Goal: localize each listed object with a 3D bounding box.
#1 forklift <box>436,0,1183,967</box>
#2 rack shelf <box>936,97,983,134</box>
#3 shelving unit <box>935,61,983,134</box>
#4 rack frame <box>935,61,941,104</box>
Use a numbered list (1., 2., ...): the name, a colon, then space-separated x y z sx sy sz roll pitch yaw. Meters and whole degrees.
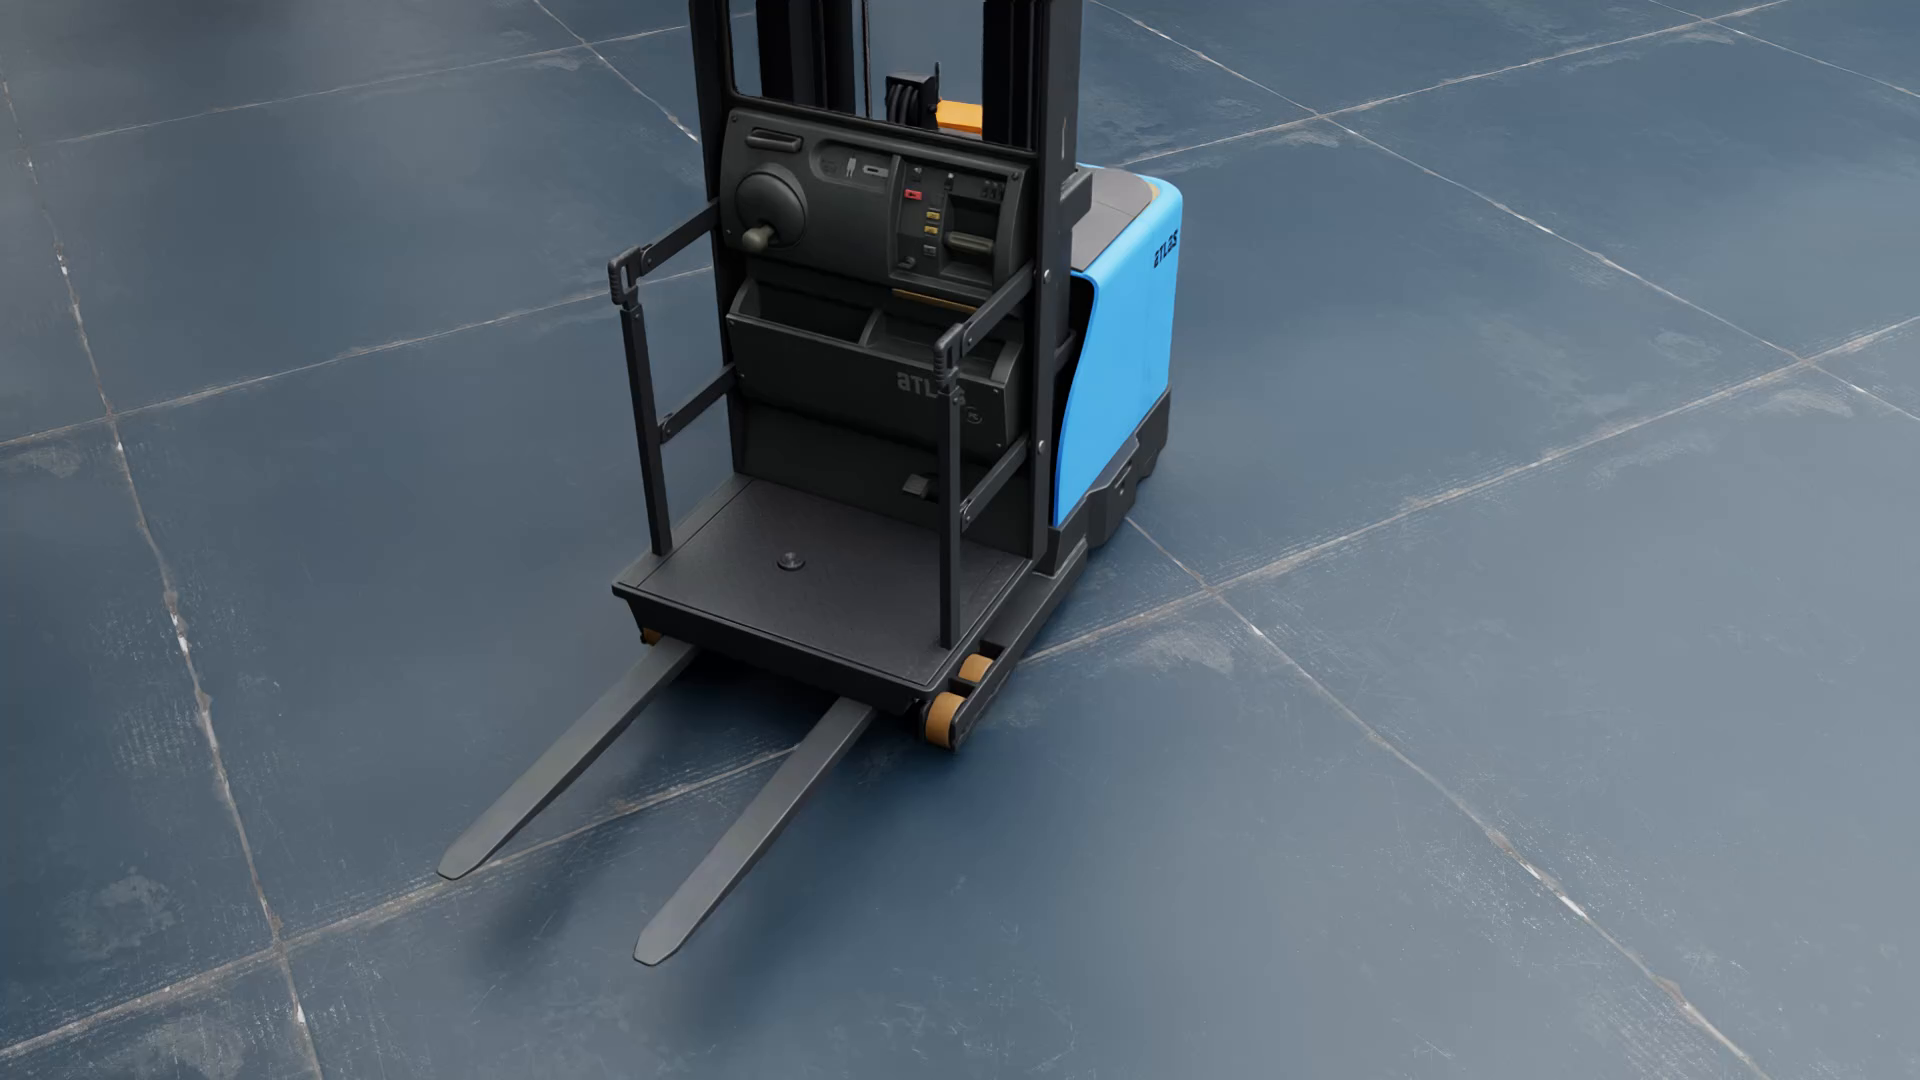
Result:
1. forklift: -0.351 -0.869 4.455 1.130 2.935 3.031 17 39 21
2. rack shelf: 0.109 -1.486 6.087 0.480 0.148 0.258 12 33 16
3. shelving unit: 0.099 -1.153 6.295 0.503 1.200 0.258 12 33 16
4. rack frame: -0.131 -1.201 6.360 0.015 1.200 0.240 12 33 16
